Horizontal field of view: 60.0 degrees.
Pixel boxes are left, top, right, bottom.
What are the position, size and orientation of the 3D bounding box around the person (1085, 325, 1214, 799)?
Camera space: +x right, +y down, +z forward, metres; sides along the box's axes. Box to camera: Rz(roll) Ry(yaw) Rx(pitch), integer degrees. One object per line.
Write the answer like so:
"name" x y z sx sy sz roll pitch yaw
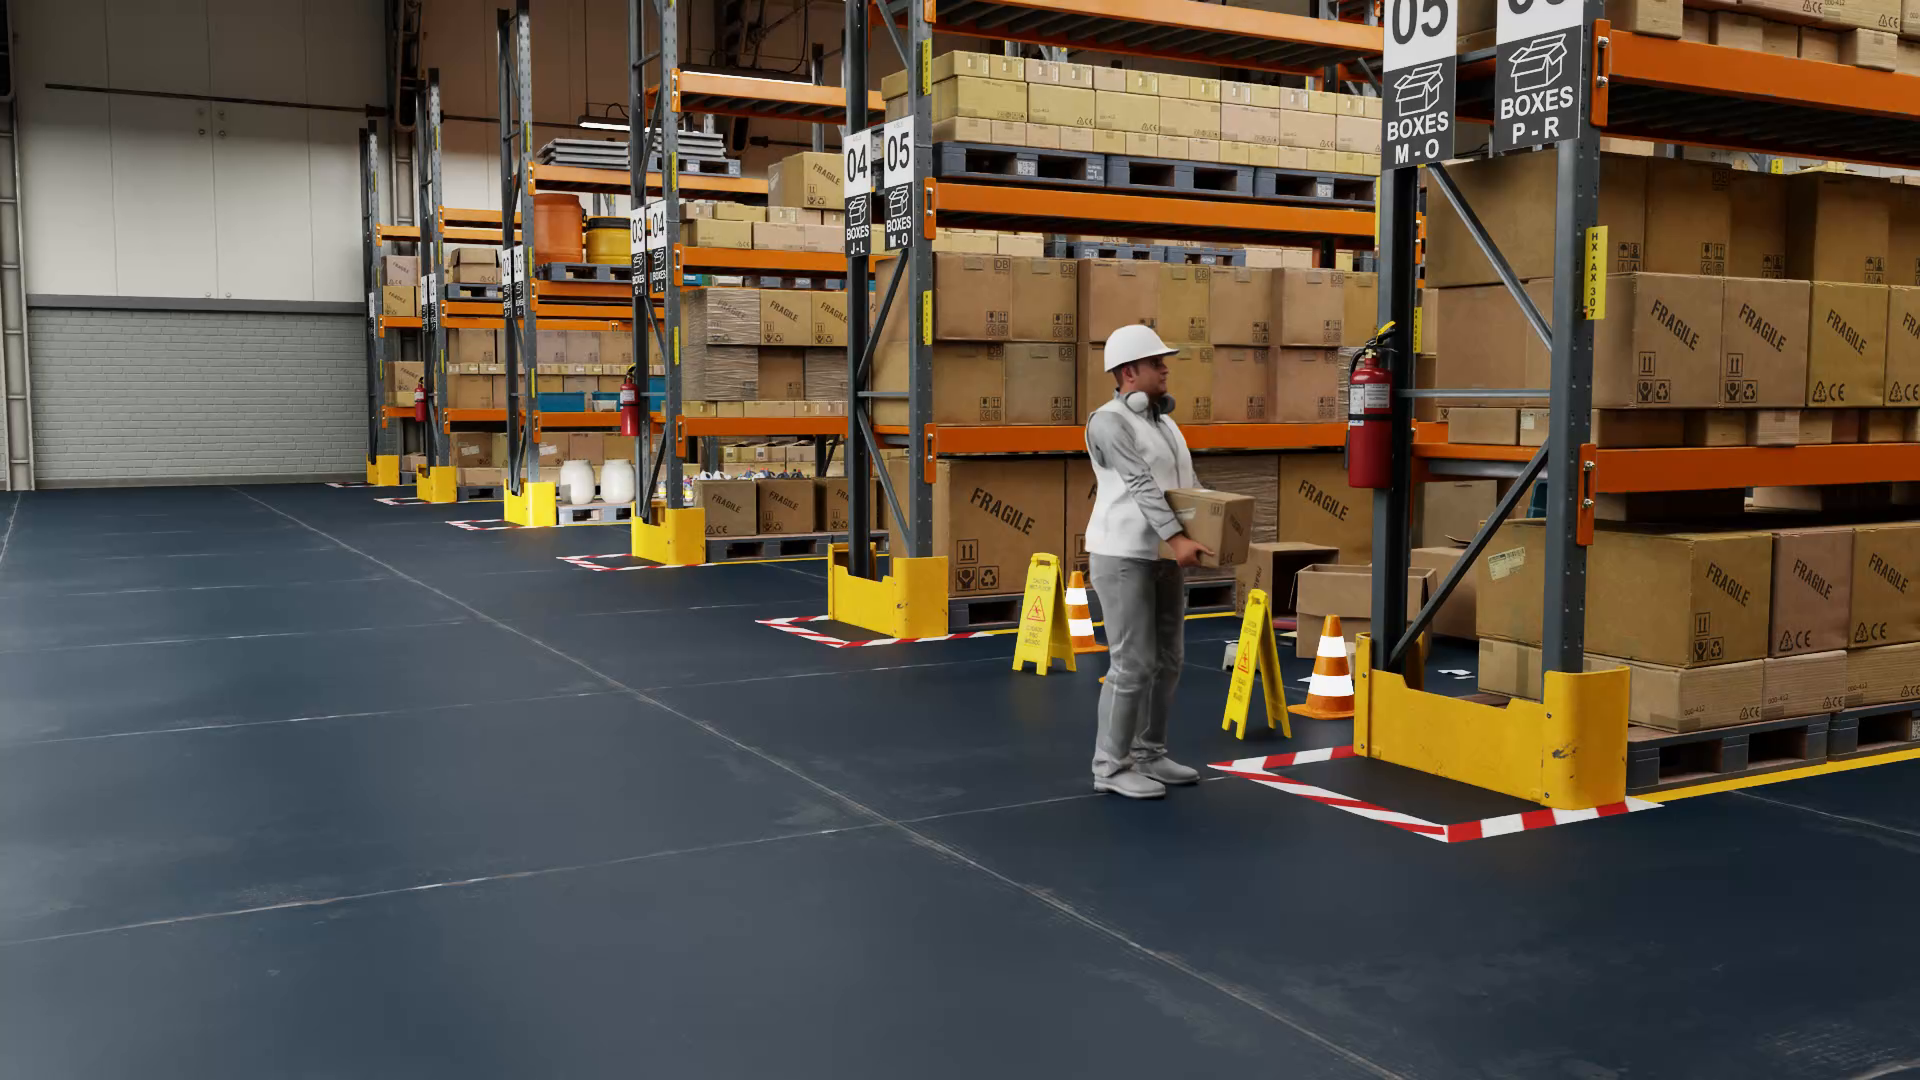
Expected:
"person" 0.776 0.072 6.303 0.554 1.768 0.495 3 6 34
